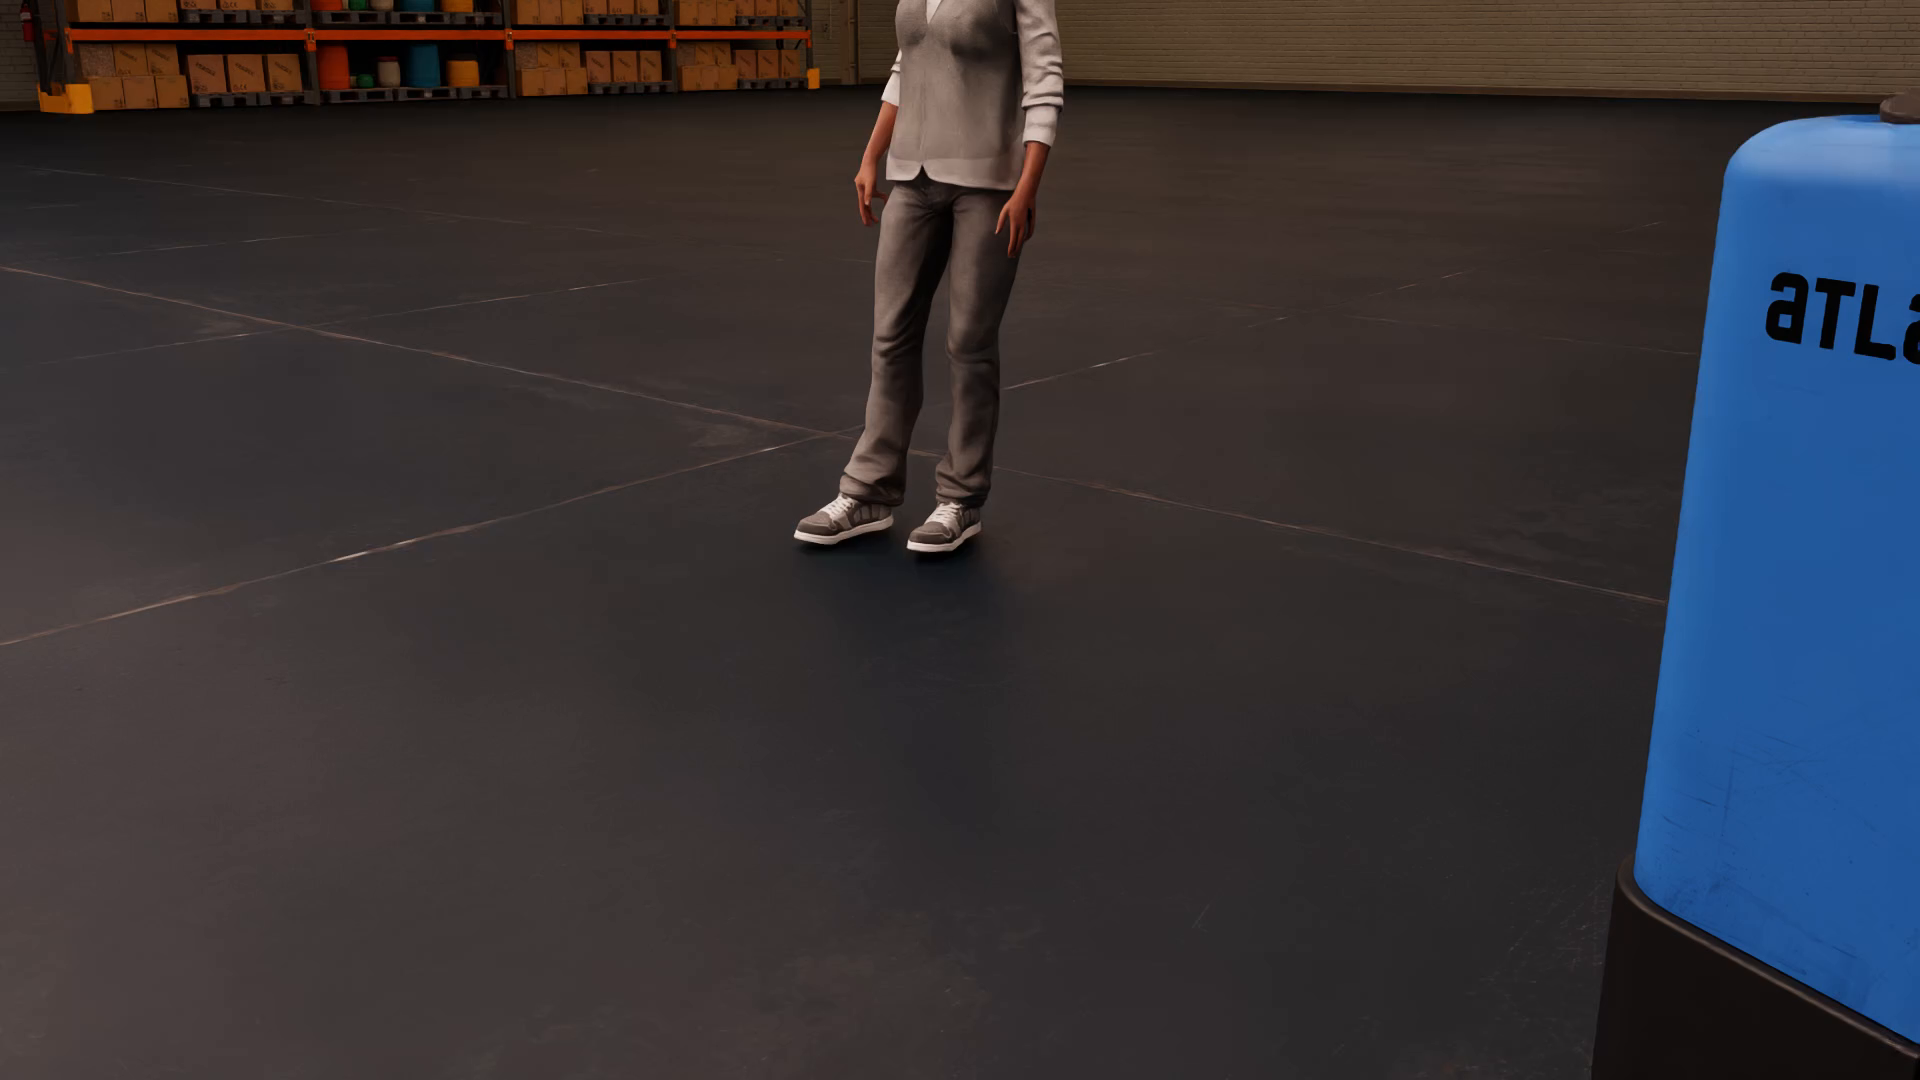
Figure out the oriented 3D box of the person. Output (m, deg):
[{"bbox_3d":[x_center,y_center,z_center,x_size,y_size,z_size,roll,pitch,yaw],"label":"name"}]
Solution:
[{"bbox_3d":[-0.057,-0.757,3.662,0.521,1.596,0.475,13,21,37],"label":"person"}]
